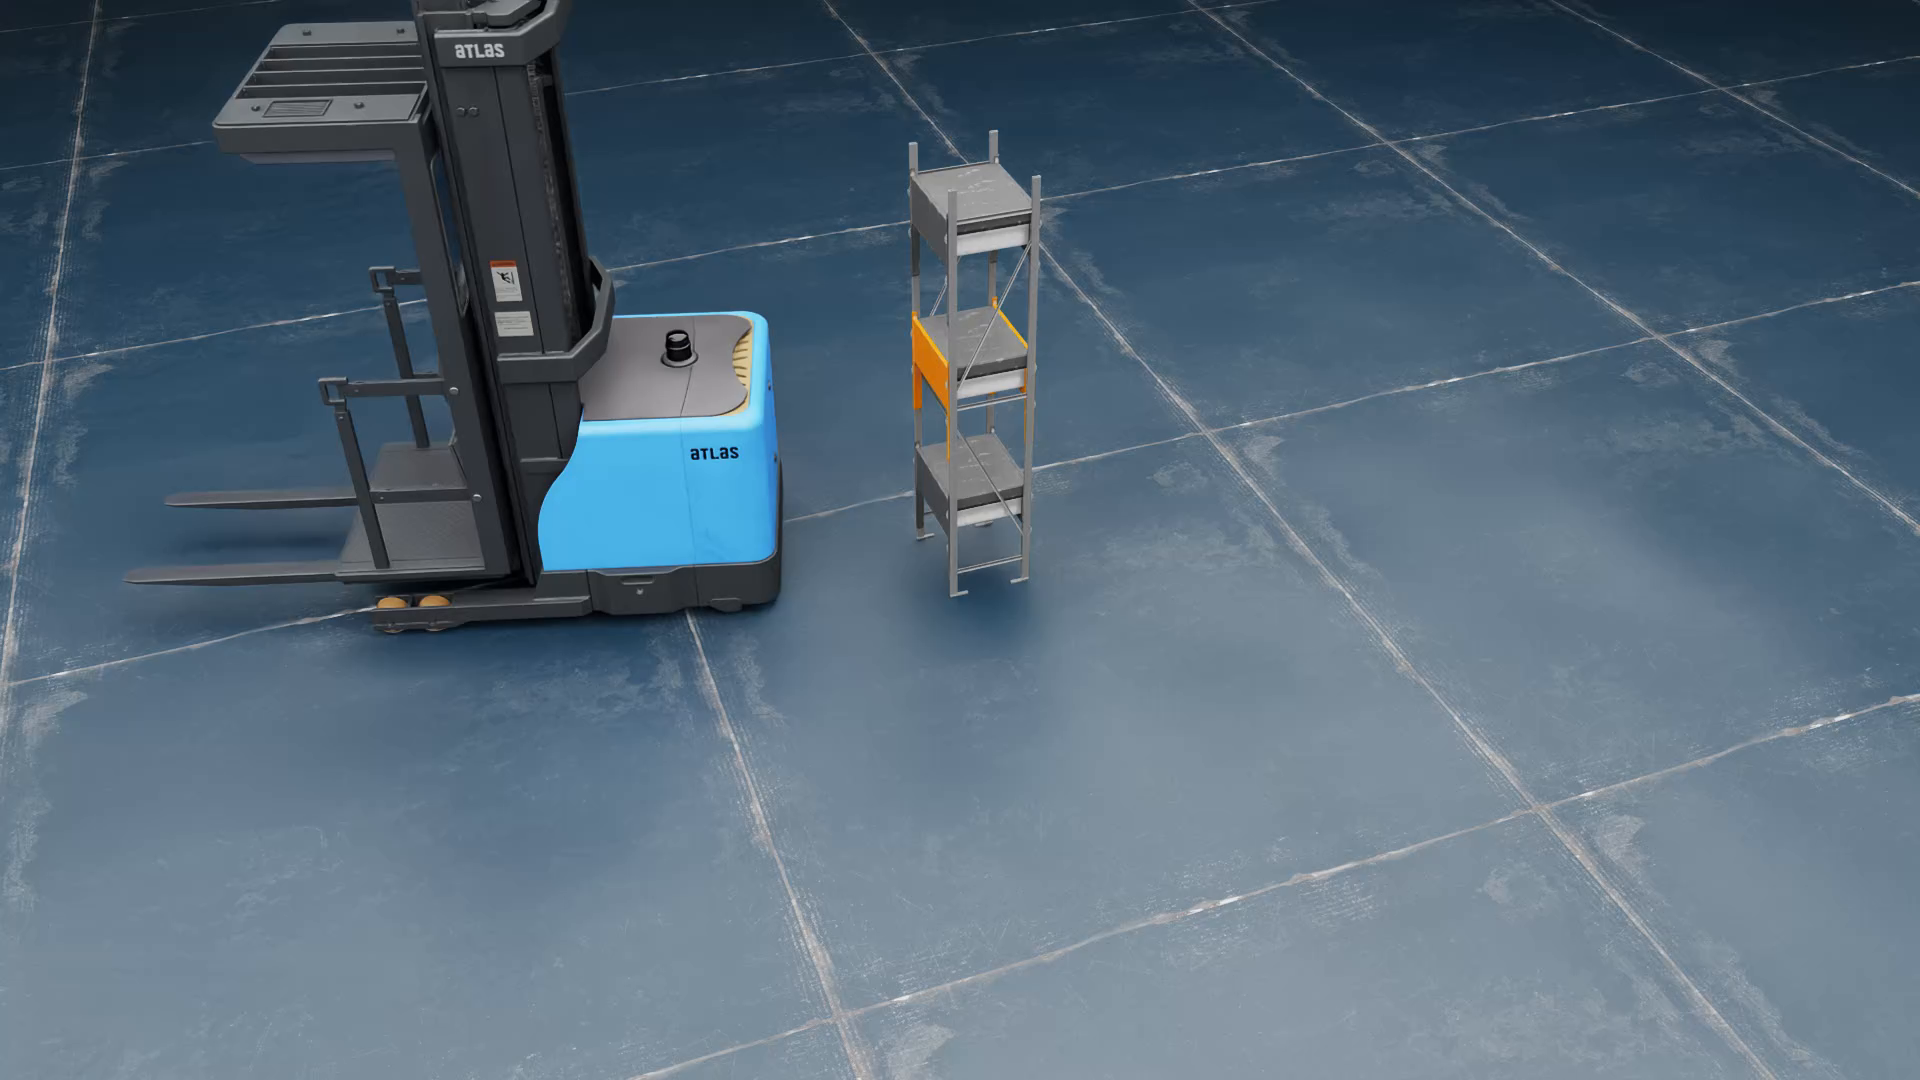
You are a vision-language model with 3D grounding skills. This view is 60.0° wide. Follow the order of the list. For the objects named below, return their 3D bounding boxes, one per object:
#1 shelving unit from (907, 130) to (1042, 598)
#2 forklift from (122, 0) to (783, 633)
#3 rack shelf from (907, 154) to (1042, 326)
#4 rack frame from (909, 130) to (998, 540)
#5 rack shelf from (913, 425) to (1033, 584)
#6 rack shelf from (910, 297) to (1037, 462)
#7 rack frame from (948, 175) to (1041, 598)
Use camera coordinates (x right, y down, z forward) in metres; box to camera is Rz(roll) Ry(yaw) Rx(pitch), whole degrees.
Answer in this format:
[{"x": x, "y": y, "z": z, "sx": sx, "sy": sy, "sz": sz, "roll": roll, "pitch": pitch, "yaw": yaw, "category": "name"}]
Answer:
[{"x": 0.057, "y": -0.745, "z": 7.555, "sx": 0.431, "sy": 2.100, "sz": 0.503, "roll": -12, "pitch": 39, "yaw": -16, "category": "shelving unit"}, {"x": -2.391, "y": -1.070, "z": 7.294, "sx": 3.031, "sy": 2.935, "sz": 1.130, "roll": -2, "pitch": 37, "yaw": -3, "category": "forklift"}, {"x": 0.057, "y": -1.293, "z": 7.142, "sx": 0.431, "sy": 0.518, "sz": 0.480, "roll": -12, "pitch": 39, "yaw": -16, "category": "rack shelf"}, {"x": -0.027, "y": -0.883, "z": 7.738, "sx": 0.400, "sy": 2.100, "sz": 0.015, "roll": -12, "pitch": 39, "yaw": -16, "category": "rack frame"}, {"x": 0.057, "y": -0.175, "z": 7.984, "sx": 0.431, "sy": 0.518, "sz": 0.480, "roll": -12, "pitch": 39, "yaw": -16, "category": "rack shelf"}, {"x": 0.057, "y": -0.734, "z": 7.563, "sx": 0.431, "sy": 0.518, "sz": 0.480, "roll": -12, "pitch": 39, "yaw": -16, "category": "rack shelf"}, {"x": 0.141, "y": -0.607, "z": 7.372, "sx": 0.400, "sy": 2.100, "sz": 0.015, "roll": -12, "pitch": 39, "yaw": -16, "category": "rack frame"}]
